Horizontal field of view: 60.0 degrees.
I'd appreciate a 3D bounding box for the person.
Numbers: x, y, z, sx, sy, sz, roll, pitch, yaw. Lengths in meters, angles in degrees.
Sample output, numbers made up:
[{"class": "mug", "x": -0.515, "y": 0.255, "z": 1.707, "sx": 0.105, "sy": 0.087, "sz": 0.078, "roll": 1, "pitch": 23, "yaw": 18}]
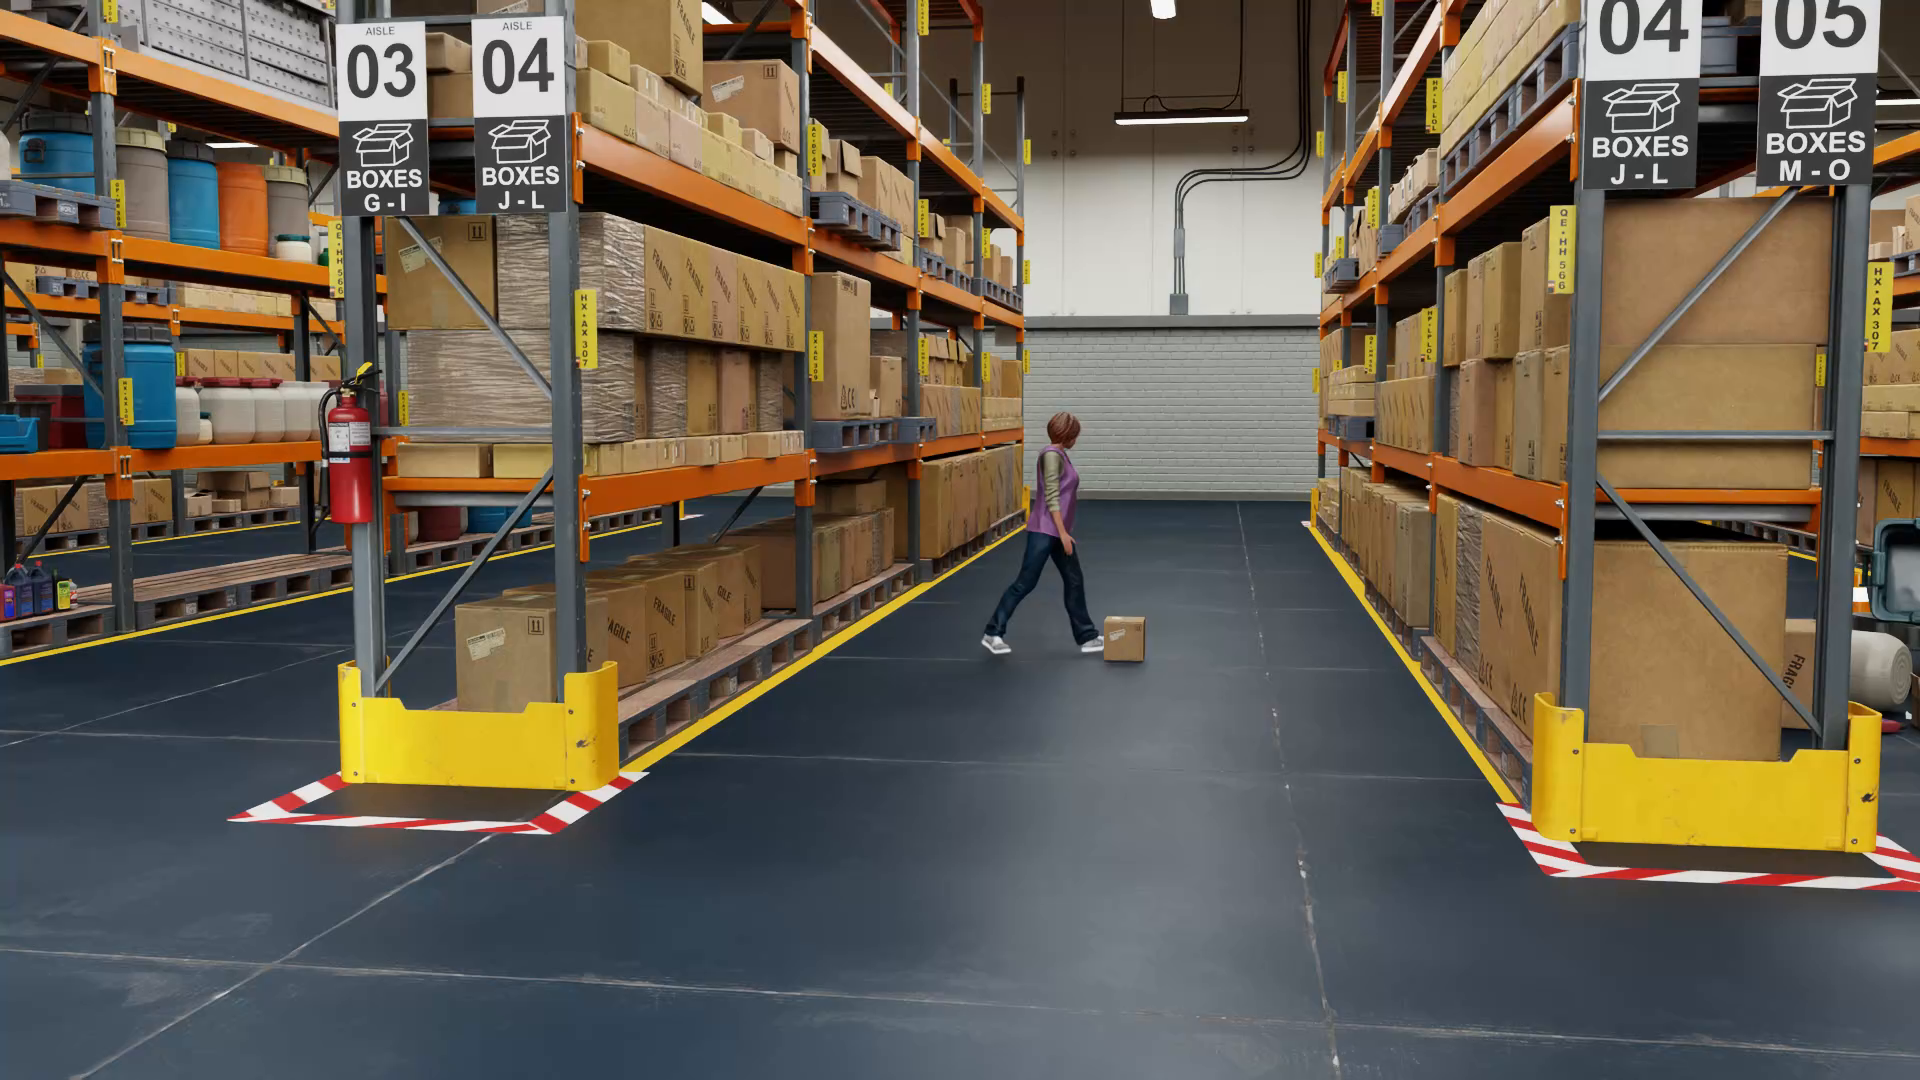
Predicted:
[{"class": "person", "x": 0.581, "y": -0.041, "z": 10.622, "sx": 0.845, "sy": 1.554, "sz": 0.551, "roll": 1, "pitch": 5, "yaw": 16}]
